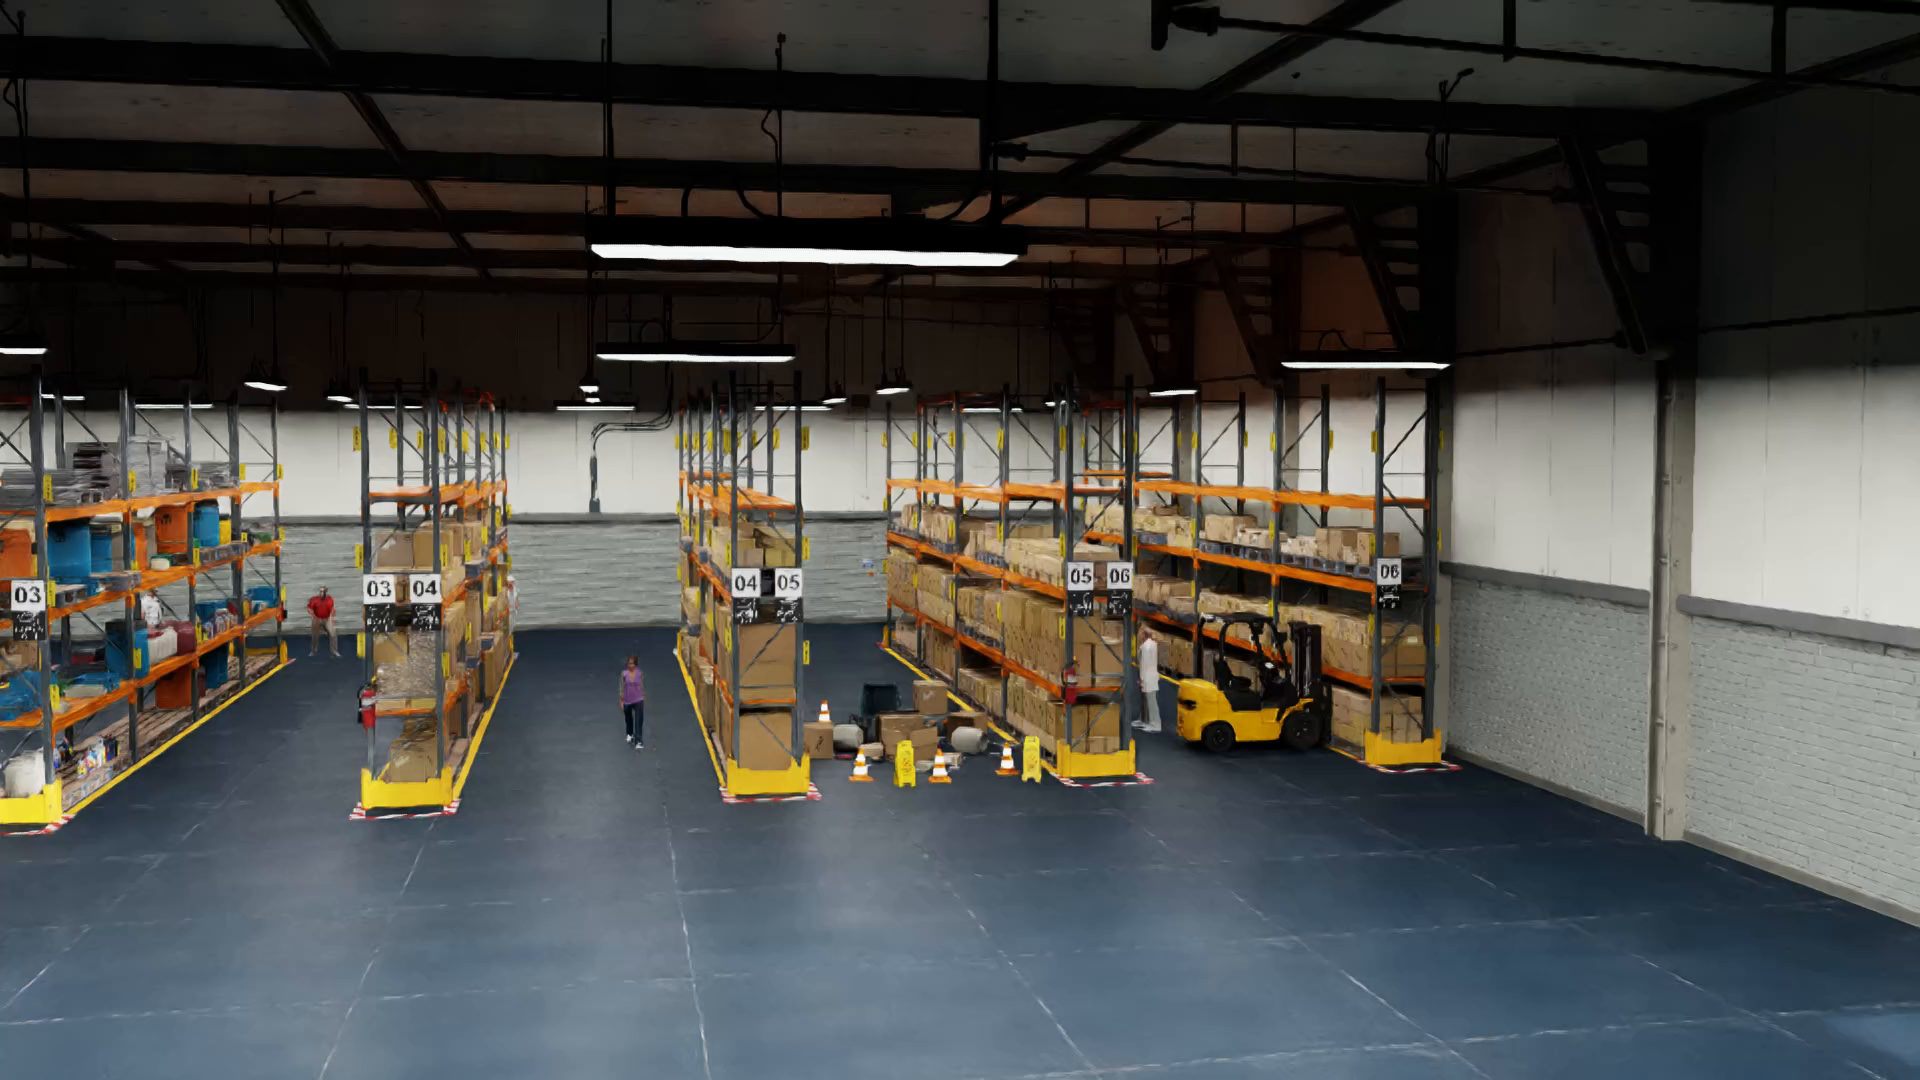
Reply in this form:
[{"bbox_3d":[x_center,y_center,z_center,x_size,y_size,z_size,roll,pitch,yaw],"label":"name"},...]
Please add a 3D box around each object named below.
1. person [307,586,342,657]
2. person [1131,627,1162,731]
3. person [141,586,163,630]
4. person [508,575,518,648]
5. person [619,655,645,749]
[{"bbox_3d":[-14.753,1.871,38.497,0.695,1.660,0.846,-2,4,-31],"label":"person"},{"bbox_3d":[3.203,2.383,28.764,0.630,1.775,0.677,1,4,19],"label":"person"},{"bbox_3d":[-18.268,1.885,37.547,0.479,1.757,0.661,1,3,12],"label":"person"},{"bbox_3d":[-10.949,1.732,40.100,0.573,1.780,0.591,3,5,43],"label":"person"},{"bbox_3d":[-5.354,2.615,27.125,0.417,1.517,1.032,-1,3,-10],"label":"person"}]
